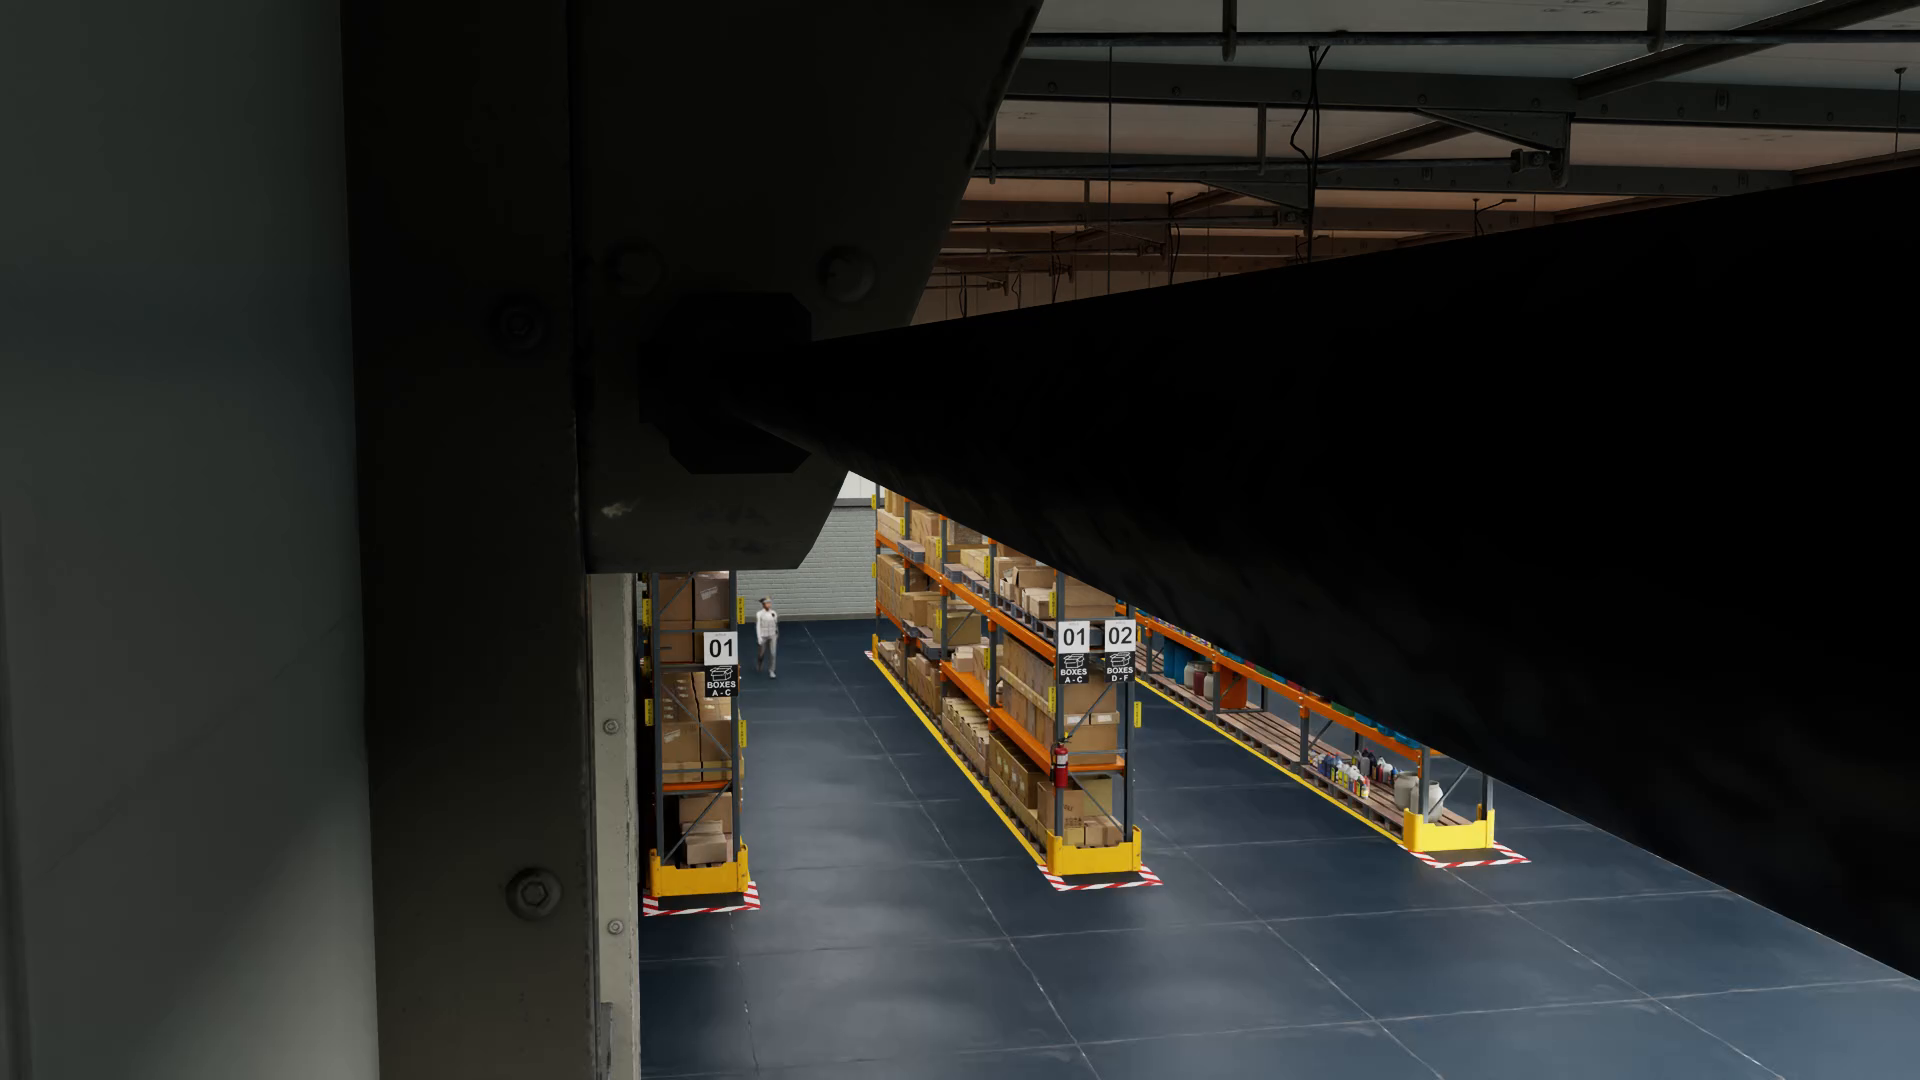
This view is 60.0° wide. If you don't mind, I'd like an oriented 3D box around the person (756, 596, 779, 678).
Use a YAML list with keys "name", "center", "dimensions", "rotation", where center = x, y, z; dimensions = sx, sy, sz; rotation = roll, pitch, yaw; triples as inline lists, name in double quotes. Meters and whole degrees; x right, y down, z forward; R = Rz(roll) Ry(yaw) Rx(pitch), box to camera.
- name: "person"
  center: [-3.972, 1.975, 34.303]
  dimensions: [0.482, 1.657, 0.707]
  rotation: [-1, 6, -13]
